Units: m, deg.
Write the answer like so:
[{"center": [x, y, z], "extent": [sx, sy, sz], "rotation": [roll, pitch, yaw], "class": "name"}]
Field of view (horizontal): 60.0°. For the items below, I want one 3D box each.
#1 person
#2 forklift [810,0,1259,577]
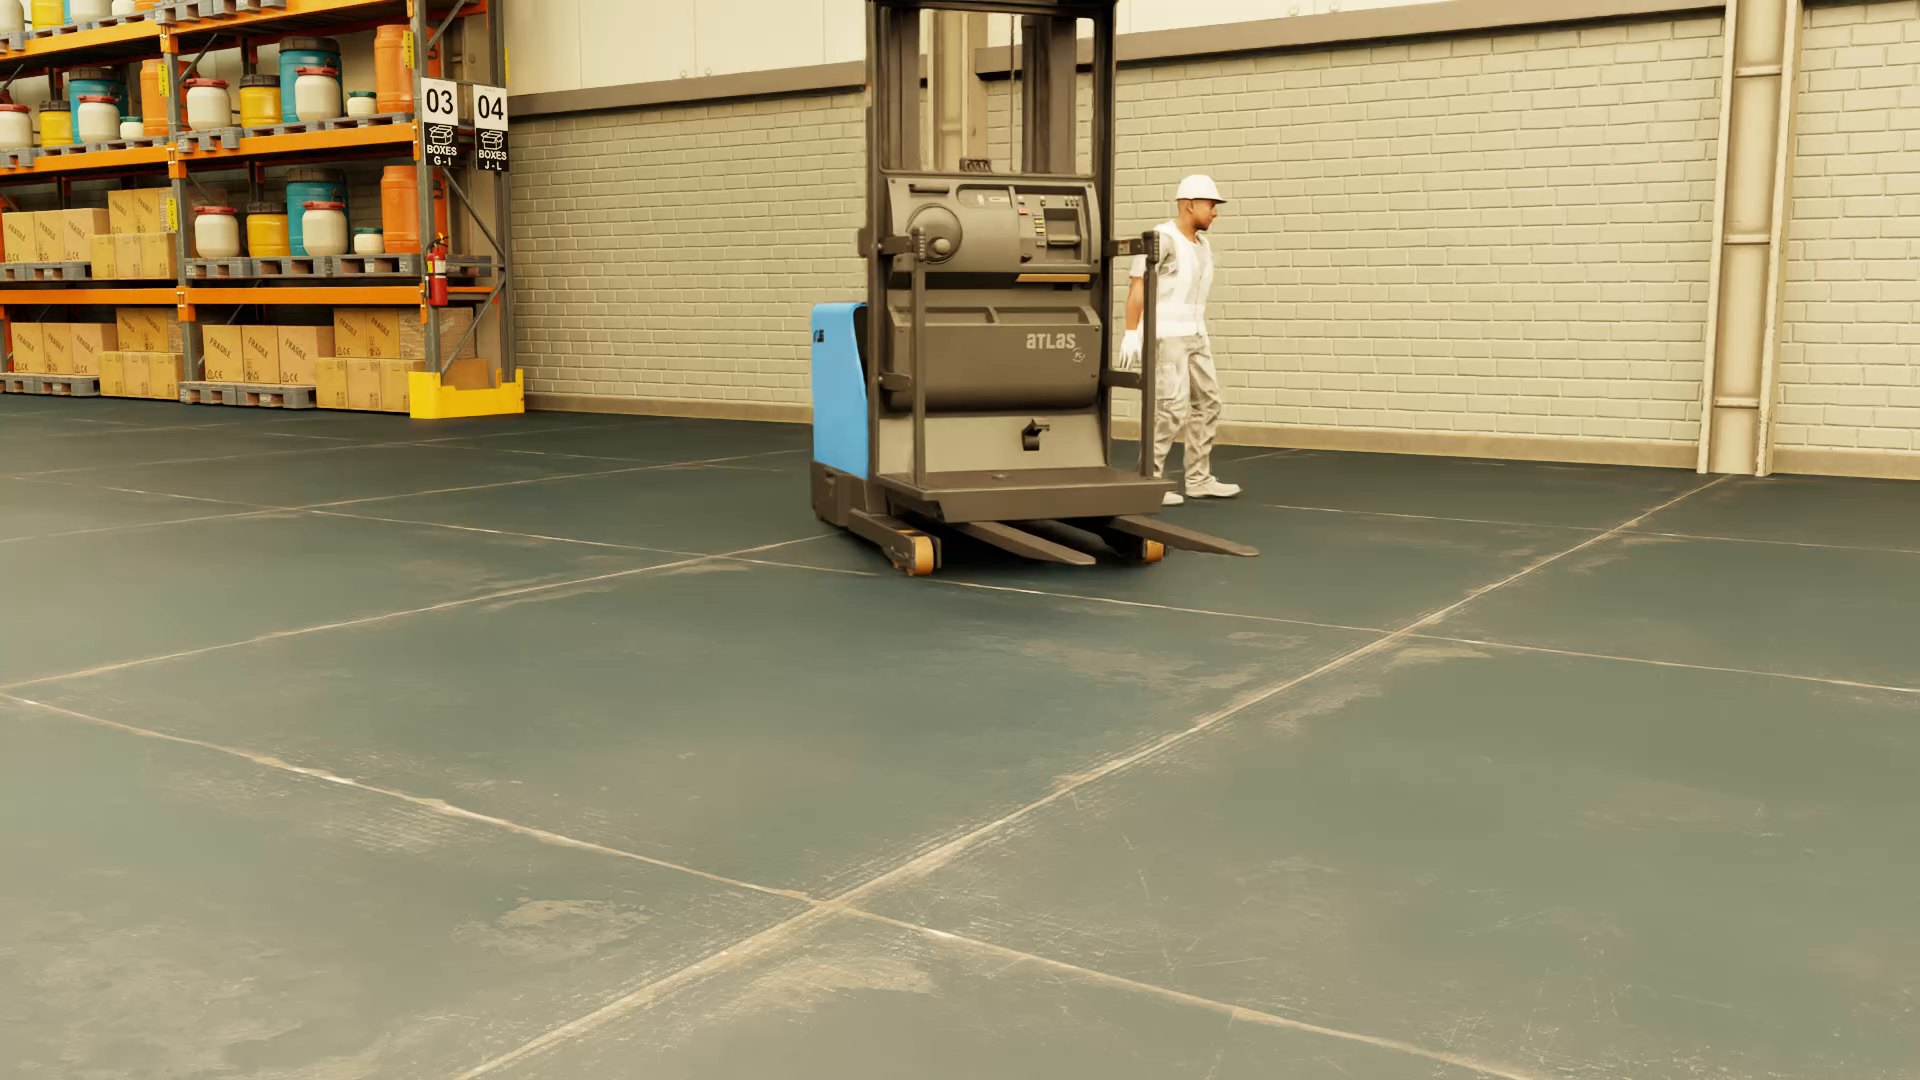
[{"center": [1.195, -1.070, 8.935], "extent": [0.440, 1.745, 0.871], "rotation": [5, 10, 34], "class": "person"}, {"center": [0.220, -1.369, 6.817], "extent": [1.130, 2.935, 3.031], "rotation": [-3, 9, -19], "class": "forklift"}]
